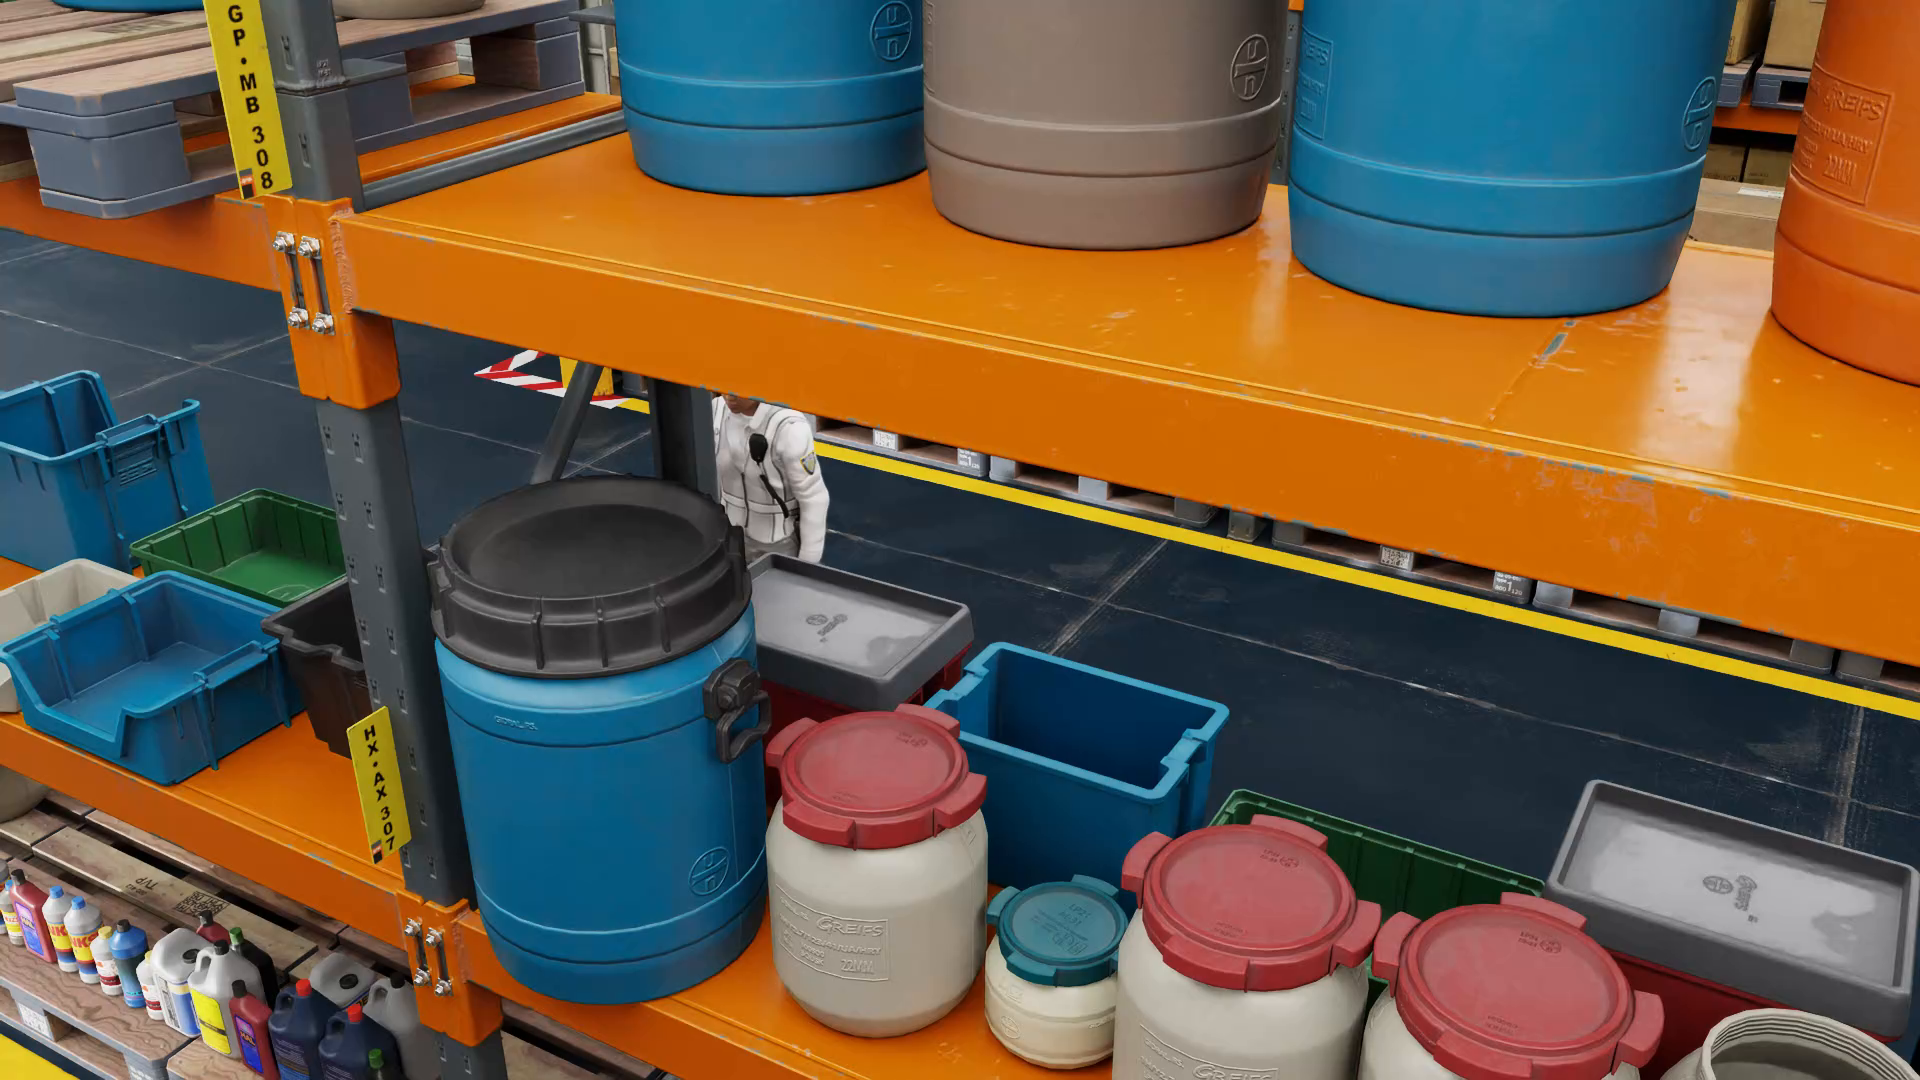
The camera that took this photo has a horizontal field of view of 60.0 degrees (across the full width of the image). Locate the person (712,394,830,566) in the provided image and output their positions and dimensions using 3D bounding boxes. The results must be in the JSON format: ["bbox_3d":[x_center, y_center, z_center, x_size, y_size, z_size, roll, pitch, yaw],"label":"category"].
[{"bbox_3d":[-0.731,0.038,6.040,0.526,1.660,0.410,14,30,26],"label":"person"}]
